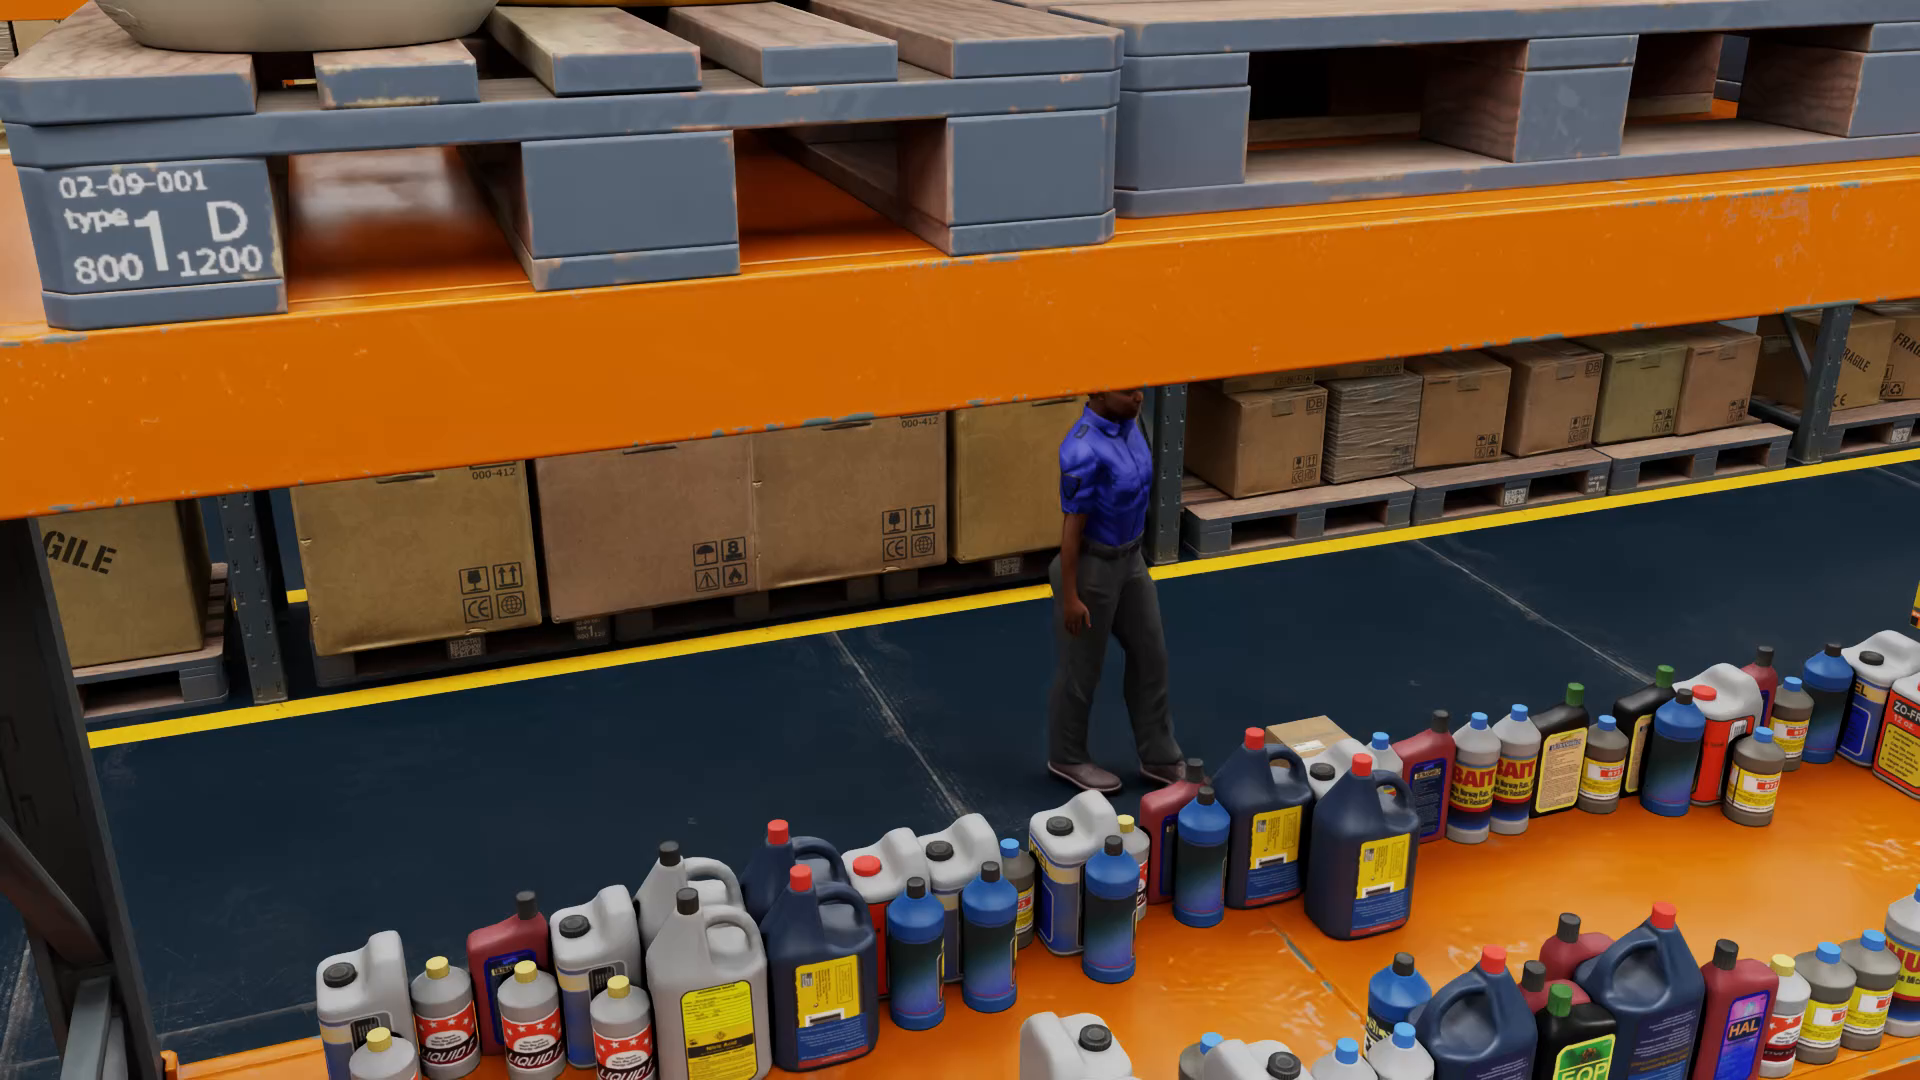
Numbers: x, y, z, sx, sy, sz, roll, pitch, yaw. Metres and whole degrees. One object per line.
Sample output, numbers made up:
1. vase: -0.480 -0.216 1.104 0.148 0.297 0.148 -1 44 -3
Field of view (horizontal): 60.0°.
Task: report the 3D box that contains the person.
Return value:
1. person: 0.595 0.154 5.721 0.600 1.643 0.463 14 26 30
